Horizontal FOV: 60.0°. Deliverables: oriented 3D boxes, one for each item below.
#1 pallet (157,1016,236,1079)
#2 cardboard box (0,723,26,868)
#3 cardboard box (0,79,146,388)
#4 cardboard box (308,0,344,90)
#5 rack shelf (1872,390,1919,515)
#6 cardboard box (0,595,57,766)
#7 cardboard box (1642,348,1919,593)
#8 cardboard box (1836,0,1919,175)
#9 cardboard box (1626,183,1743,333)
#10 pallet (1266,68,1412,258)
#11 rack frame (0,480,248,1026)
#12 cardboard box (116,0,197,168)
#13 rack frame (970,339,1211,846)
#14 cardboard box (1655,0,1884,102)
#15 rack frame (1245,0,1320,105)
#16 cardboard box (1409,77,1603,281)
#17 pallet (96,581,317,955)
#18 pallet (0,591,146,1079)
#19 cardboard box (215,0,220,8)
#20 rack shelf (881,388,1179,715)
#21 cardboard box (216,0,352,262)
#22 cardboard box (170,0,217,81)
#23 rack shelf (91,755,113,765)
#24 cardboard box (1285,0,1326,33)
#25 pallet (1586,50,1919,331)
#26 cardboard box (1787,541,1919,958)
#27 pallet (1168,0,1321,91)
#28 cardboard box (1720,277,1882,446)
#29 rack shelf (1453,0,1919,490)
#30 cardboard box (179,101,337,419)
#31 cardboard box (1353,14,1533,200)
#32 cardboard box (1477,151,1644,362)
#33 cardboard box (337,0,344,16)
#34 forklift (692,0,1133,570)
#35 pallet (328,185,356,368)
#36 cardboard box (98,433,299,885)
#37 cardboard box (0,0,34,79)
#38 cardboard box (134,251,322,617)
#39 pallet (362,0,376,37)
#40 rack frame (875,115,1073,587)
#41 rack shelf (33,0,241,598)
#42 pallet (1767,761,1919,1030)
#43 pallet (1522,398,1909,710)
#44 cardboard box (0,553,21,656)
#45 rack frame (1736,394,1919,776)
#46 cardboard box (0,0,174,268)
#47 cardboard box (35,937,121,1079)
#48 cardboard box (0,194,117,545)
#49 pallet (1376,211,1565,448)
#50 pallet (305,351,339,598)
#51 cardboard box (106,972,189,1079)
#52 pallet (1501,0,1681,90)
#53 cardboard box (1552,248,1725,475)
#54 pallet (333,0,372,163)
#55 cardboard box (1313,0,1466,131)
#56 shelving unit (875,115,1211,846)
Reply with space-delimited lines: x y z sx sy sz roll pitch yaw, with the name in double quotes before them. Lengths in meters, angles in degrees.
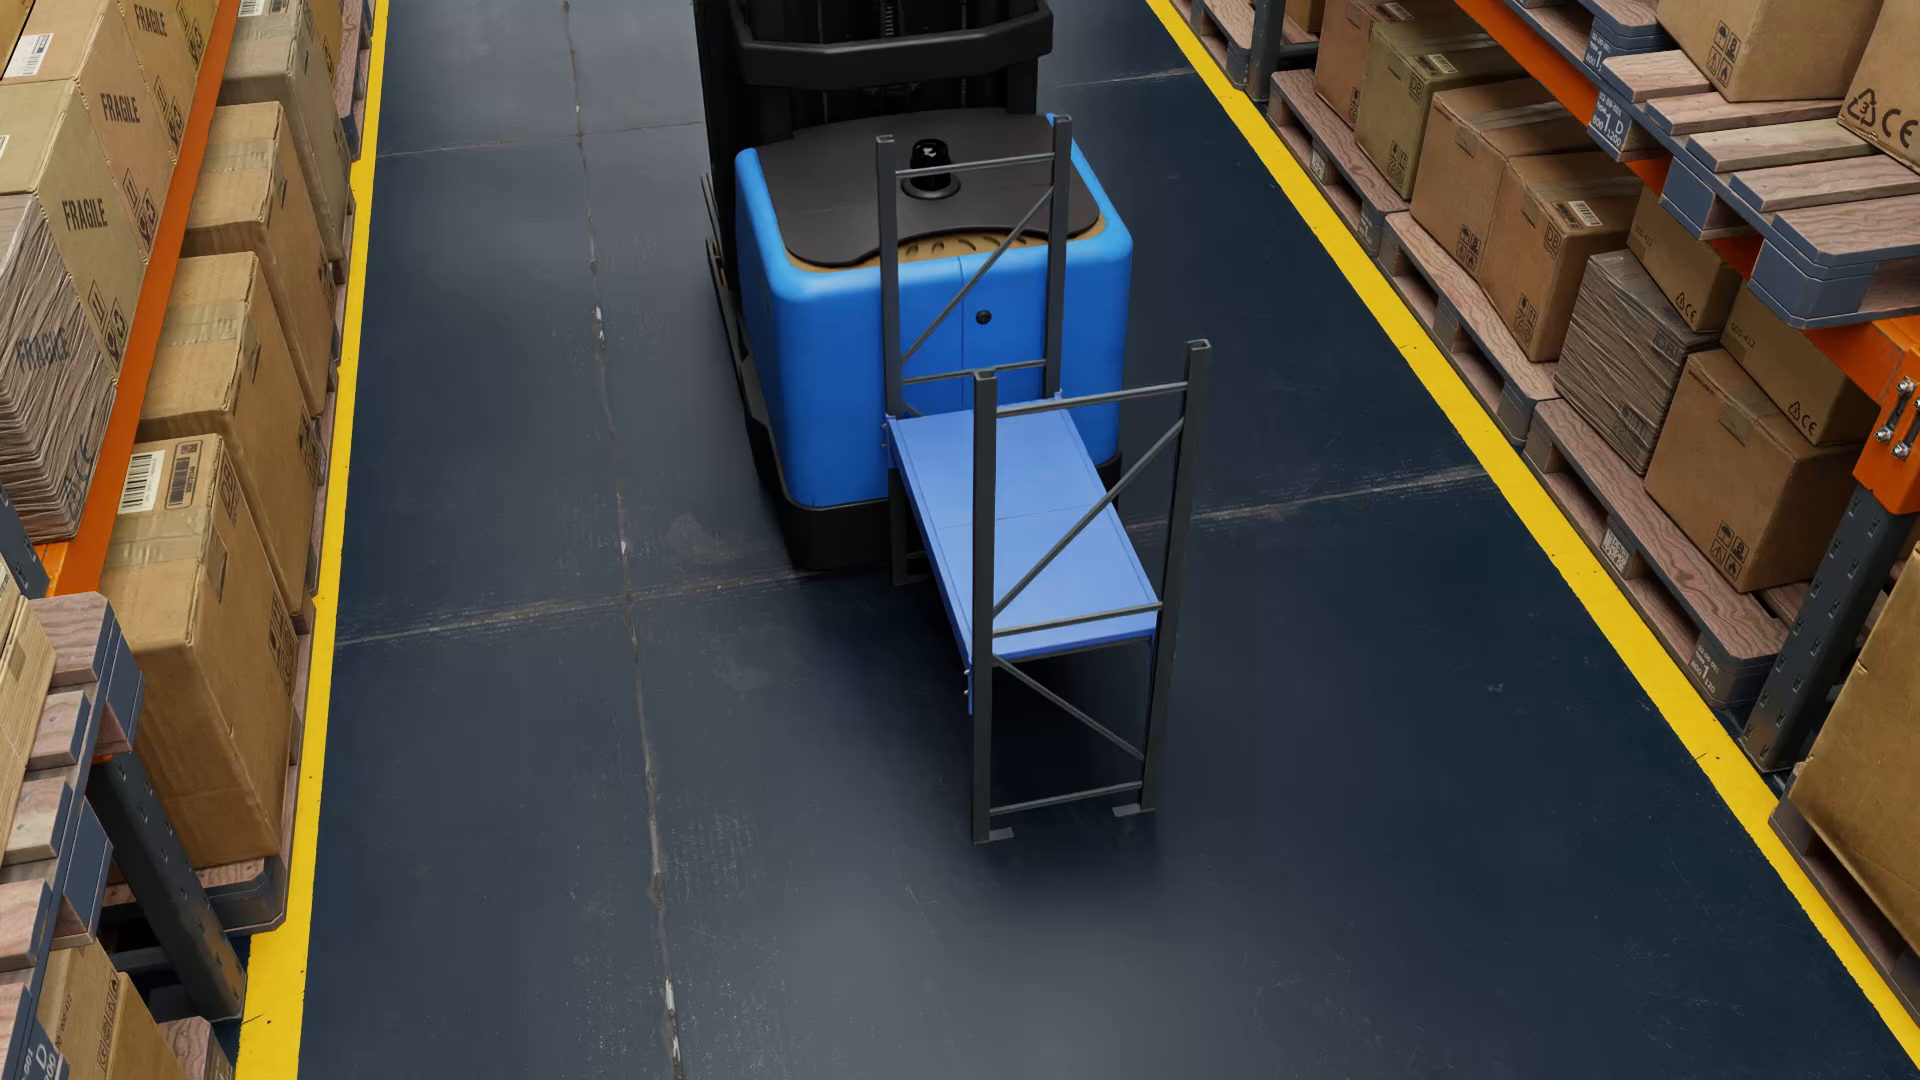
"pallet" -2.042 1.604 3.284 1.003 0.211 1.213 -8 42 -9
"cardboard box" -1.602 0.406 2.406 0.380 0.149 0.250 -8 42 -9
"cardboard box" -2.155 -0.642 3.639 0.500 0.500 0.500 -9 42 -10
"cardboard box" -3.140 -2.319 6.887 0.875 0.875 0.875 -8 42 -9
"rack shelf" 3.087 0.974 2.435 1.077 0.370 4.000 -8 42 -9
"cardboard box" -1.654 0.245 2.588 0.380 0.149 0.250 -8 42 -9
"cardboard box" 2.492 -0.252 4.826 0.700 0.500 0.500 -10 43 -12
"cardboard box" 2.500 -1.130 3.872 0.500 0.500 0.500 -13 43 -15
"cardboard box" 2.357 -0.874 4.961 0.500 0.250 0.500 -4 42 -4
"pallet" 1.962 -1.637 6.935 1.003 0.211 1.213 -8 42 -9
"rack frame" -2.209 0.054 2.930 1.000 3.000 0.127 -8 42 -9
"cardboard box" -2.369 -1.292 4.371 0.500 0.500 0.500 -9 42 -10
"rack frame" 0.274 0.191 3.905 0.500 1.500 0.032 -9 42 -10
"cardboard box" 2.282 -1.477 4.263 0.700 0.500 0.500 -3 42 -3
"rack frame" 1.792 -3.184 6.577 1.000 3.000 0.127 -8 42 -9
"cardboard box" 2.110 -1.338 6.049 0.700 0.500 0.500 -12 43 -13
"pallet" -2.306 0.575 4.443 1.003 0.211 1.213 -8 42 -9
"pallet" -1.951 0.572 2.490 1.213 0.211 1.003 -8 42 -9
"cardboard box" -2.590 -1.949 5.110 0.500 0.500 0.500 -9 42 -10
"rack shelf" 0.156 -0.003 4.395 0.538 0.185 1.000 -9 42 -10
"cardboard box" -2.851 -1.465 6.019 1.050 0.750 0.750 -9 42 -10
"cardboard box" -2.481 -1.621 4.741 0.500 0.500 0.500 -8 42 -9
"rack shelf" -1.777 1.619 1.708 1.077 0.370 4.000 -8 42 -9
"cardboard box" 1.745 -2.671 7.566 0.500 0.500 0.500 -10 42 -11
"pallet" 2.398 -0.966 4.223 1.213 0.211 1.003 -8 42 -9
"cardboard box" 2.784 0.497 3.715 1.225 0.875 0.875 -10 43 -11
"pallet" 1.613 -2.571 7.988 1.003 0.211 1.213 -8 42 -9
"cardboard box" 2.482 -0.531 4.576 0.500 0.250 0.500 -7 42 -8
"rack shelf" 2.224 -1.619 5.356 1.077 0.370 4.000 -8 42 -9
"cardboard box" -2.646 -0.839 5.314 1.050 0.750 0.750 -8 42 -9
"cardboard box" 1.988 -1.701 6.458 0.700 0.500 0.500 -9 42 -10
"cardboard box" 2.230 -0.977 5.642 0.700 0.500 0.500 -5 42 -6
"cardboard box" -3.338 -2.903 7.545 0.875 0.875 0.875 -8 42 -9
"forklift" -0.343 -1.995 5.290 1.130 2.935 3.031 -9 42 -10
"pallet" -2.832 -1.007 6.225 1.003 0.211 1.213 -8 42 -9
"cardboard box" -2.253 0.331 3.996 1.050 0.750 0.750 -9 42 -10
"cardboard box" -2.520 -1.310 3.637 0.700 0.500 0.500 -9 42 -10
"cardboard box" -2.445 -0.235 4.634 1.050 0.750 0.750 -8 42 -9
"pallet" -3.427 -2.792 8.237 1.003 0.211 1.213 -8 42 -9
"rack frame" 0.037 -0.466 4.645 0.500 1.500 0.032 -9 42 -10
"rack shelf" -2.641 -0.973 4.629 1.077 0.370 4.000 -8 42 -9
"pallet" 2.752 0.974 3.994 1.003 0.211 1.213 -8 42 -9
"pallet" 2.489 -0.055 5.153 1.003 0.211 1.213 -8 42 -9
"cardboard box" -1.658 0.135 2.488 0.380 0.149 0.250 -8 42 -8
"rack frame" 2.656 -0.591 3.656 1.000 3.000 0.127 -8 42 -9
"cardboard box" -2.263 -0.969 4.007 0.500 0.500 0.500 -8 42 -9
"cardboard box" -1.806 0.957 2.914 0.500 0.250 0.500 -9 42 -10
"cardboard box" -2.042 -0.313 3.268 0.500 0.500 0.500 -8 42 -9
"pallet" 2.229 -0.844 6.042 1.003 0.211 1.213 -8 42 -9
"pallet" -2.566 -0.214 5.332 1.003 0.211 1.213 -8 42 -9
"cardboard box" -1.812 1.221 3.182 0.500 0.500 0.500 -9 42 -9
"pallet" 2.188 -1.797 5.159 1.003 0.211 1.213 -8 42 -9
"cardboard box" 2.359 -0.610 5.229 0.700 0.500 0.500 -12 43 -13
"pallet" -3.160 -2.000 7.344 1.003 0.211 1.213 -8 42 -9
"cardboard box" 1.904 -2.013 6.809 0.700 0.500 0.500 -11 43 -13
"shelving unit" 0.156 -0.138 4.275 0.538 1.500 1.048 -9 42 -10
